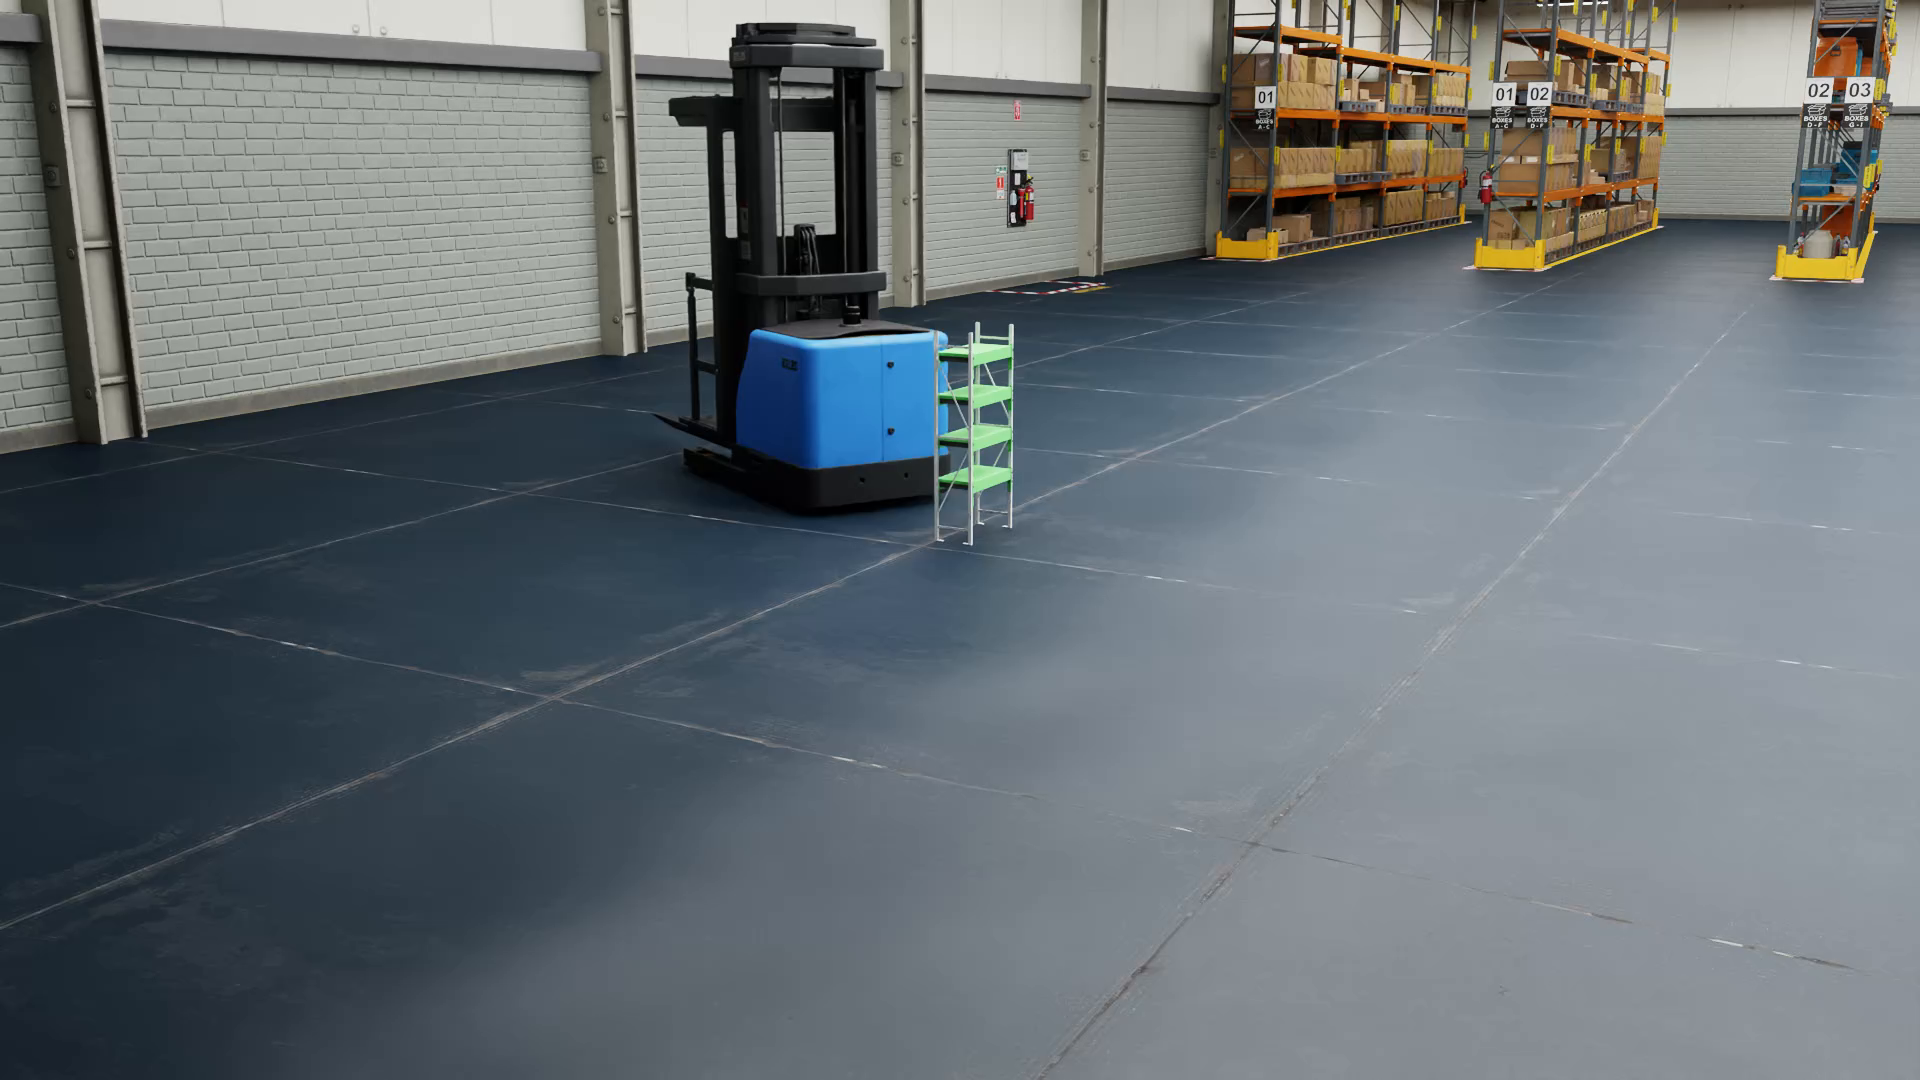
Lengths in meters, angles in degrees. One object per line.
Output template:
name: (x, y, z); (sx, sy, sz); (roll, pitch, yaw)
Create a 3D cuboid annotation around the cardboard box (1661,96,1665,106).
cardboard box: (17.565, -11.135, 42.172); (0.500, 0.250, 0.500); (7, 15, 28)

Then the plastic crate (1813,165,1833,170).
plastic crate: (16.090, -6.782, 31.127); (0.402, 0.464, 0.583); (7, 15, 28)

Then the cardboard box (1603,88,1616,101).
cardboard box: (13.904, -9.599, 36.337); (0.910, 0.500, 0.500); (7, 15, 28)

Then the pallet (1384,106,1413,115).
pallet: (10.187, -10.294, 39.835); (1.003, 0.211, 1.213); (8, 16, 31)

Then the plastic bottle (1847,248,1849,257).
plastic bottle: (15.601, -5.097, 29.308); (0.097, 0.201, 0.097); (0, 14, 0)

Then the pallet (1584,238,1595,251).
pallet: (12.700, -6.230, 34.924); (1.003, 0.211, 1.213); (7, 15, 28)

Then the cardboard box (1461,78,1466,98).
cardboard box: (13.137, -12.022, 44.212); (0.500, 0.500, 0.500); (7, 15, 28)

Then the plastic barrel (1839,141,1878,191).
plastic barrel: (16.575, -6.905, 30.706); (0.600, 0.901, 0.708); (7, 15, 28)

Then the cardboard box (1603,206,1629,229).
cardboard box: (15.180, -7.481, 38.561); (0.500, 0.500, 0.500); (8, 16, 29)

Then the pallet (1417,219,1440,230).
pallet: (11.754, -8.172, 42.979); (1.003, 0.211, 1.213); (7, 15, 28)

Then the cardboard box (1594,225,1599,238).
cardboard box: (13.190, -6.522, 35.157); (0.500, 0.250, 0.500); (8, 16, 29)

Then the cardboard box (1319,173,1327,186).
cardboard box: (7.239, -7.443, 34.284); (0.500, 0.250, 0.500); (7, 15, 28)

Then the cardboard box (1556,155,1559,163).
cardboard box: (10.854, -7.042, 30.747); (0.380, 0.149, 0.250); (7, 15, 27)

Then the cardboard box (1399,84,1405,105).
cardboard box: (10.286, -10.716, 40.030); (0.700, 0.500, 0.500); (7, 15, 28)

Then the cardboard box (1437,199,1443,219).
cardboard box: (12.265, -8.719, 43.736); (0.700, 0.500, 0.500); (8, 16, 29)

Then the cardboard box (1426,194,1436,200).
cardboard box: (12.095, -8.876, 43.004); (0.380, 0.149, 0.250); (8, 16, 30)

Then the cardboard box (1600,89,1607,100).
cardboard box: (13.315, -9.380, 35.063); (0.500, 0.250, 0.500); (8, 16, 30)

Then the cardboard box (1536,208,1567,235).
cardboard box: (11.266, -6.086, 31.750); (0.500, 0.500, 0.500); (7, 15, 28)

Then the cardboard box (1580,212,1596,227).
cardboard box: (12.949, -6.691, 34.660); (0.500, 0.311, 0.500); (8, 16, 30)

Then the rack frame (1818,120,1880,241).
rack frame: (19.991, -8.258, 37.386); (1.000, 3.000, 0.127); (7, 15, 28)

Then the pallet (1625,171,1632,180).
pallet: (15.175, -8.575, 39.111); (1.003, 0.211, 1.213); (7, 15, 28)

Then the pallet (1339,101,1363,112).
pallet: (7.843, -9.220, 35.380); (1.213, 0.211, 1.003); (7, 15, 28)

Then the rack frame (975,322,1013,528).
rack frame: (0.198, -0.667, 9.741); (0.240, 1.200, 0.015); (7, 15, 28)

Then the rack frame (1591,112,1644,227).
rack frame: (15.656, -8.820, 39.717); (1.000, 3.000, 0.127); (7, 15, 28)

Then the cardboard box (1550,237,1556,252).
cardboard box: (10.790, -5.516, 30.983); (0.500, 0.250, 0.500); (7, 15, 28)

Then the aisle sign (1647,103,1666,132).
aisle sign: (17.891, -10.884, 42.731); (0.394, 0.787, 0.004); (7, 15, 28)

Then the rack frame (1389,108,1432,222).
rack frame: (11.318, -9.380, 42.042); (1.000, 3.000, 0.127); (7, 15, 28)

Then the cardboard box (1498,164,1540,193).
cardboard box: (10.092, -6.501, 29.885); (0.700, 0.500, 0.500); (7, 15, 28)

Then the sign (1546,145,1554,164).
sign: (10.338, -6.753, 29.129); (0.100, 0.325, 0.005); (7, 15, 28)

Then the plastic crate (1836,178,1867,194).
plastic crate: (15.826, -6.286, 29.526); (0.499, 0.251, 0.616); (7, 15, 28)

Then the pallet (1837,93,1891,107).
pallet: (15.860, -7.824, 29.589); (1.213, 0.211, 1.003); (7, 15, 28)

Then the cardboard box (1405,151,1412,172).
cardboard box: (10.591, -9.149, 40.192); (0.500, 0.500, 0.500); (8, 16, 30)

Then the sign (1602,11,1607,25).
sign: (15.190, -12.294, 39.166); (0.100, 0.325, 0.005); (7, 15, 28)

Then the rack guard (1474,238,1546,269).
rack guard: (9.844, -5.138, 29.778); (1.175, 0.500, 0.348); (7, 15, 28)

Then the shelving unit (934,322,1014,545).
shelving unit: (0.080, -0.617, 9.534); (0.258, 1.200, 0.503); (7, 15, 28)

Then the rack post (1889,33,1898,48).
rack post: (19.124, -10.502, 34.959); (0.937, 0.300, 0.954); (9, 16, 34)

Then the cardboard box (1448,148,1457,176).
cardboard box: (12.672, -10.090, 44.348); (0.980, 0.700, 0.700); (7, 15, 28)

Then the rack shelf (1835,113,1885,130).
rack shelf: (20.958, -9.777, 38.821); (1.077, 0.370, 4.000); (7, 15, 28)

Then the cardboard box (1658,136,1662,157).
cardboard box: (17.616, -10.053, 42.484); (0.500, 0.500, 0.500); (7, 15, 28)

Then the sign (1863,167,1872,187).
sign: (14.669, -5.867, 26.880); (0.100, 0.325, 0.005); (7, 15, 28)

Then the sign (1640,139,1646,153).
sign: (16.144, -9.321, 39.324); (0.100, 0.325, 0.005); (7, 15, 28)

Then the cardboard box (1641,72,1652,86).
cardboard box: (16.224, -11.003, 40.028); (0.700, 0.500, 0.500); (7, 15, 28)

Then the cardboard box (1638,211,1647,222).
cardboard box: (17.057, -8.187, 42.019); (0.500, 0.250, 0.500); (7, 15, 28)

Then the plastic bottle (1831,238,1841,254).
plastic bottle: (15.830, -5.314, 30.047); (0.152, 0.276, 0.135); (7, 15, 28)

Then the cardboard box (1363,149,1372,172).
cardboard box: (8.920, -8.607, 37.682); (0.700, 0.500, 0.500); (6, 15, 23)

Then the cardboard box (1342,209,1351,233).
cardboard box: (8.280, -7.102, 36.988); (0.700, 0.500, 0.500); (8, 15, 29)

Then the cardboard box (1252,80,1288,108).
cardboard box: (5.898, -8.475, 31.632); (0.500, 0.500, 0.500); (8, 16, 30)

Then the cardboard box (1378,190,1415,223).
cardboard box: (10.691, -8.209, 40.873); (0.750, 0.750, 0.750); (8, 16, 30)

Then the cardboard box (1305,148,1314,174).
cardboard box: (6.753, -7.596, 33.320); (0.500, 0.500, 0.500); (8, 16, 30)

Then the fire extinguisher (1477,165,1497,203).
fire extinguisher: (9.392, -6.349, 29.632); (0.296, 0.674, 0.183); (7, 15, 28)

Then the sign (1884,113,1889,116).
sign: (22.414, -10.427, 40.206); (0.100, 0.325, 0.005); (7, 15, 28)

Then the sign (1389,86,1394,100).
sign: (9.859, -10.207, 37.969); (0.100, 0.325, 0.005); (7, 15, 28)

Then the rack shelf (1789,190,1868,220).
rack shelf: (15.157, -5.856, 28.961); (1.077, 0.370, 4.000); (7, 15, 28)

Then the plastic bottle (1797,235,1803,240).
plastic bottle: (14.983, -5.260, 29.665); (0.144, 0.351, 0.185); (8, 16, 30)

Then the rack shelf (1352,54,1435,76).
rack shelf: (10.351, -11.342, 39.768); (1.077, 0.370, 4.000); (7, 15, 28)

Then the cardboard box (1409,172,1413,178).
cardboard box: (10.884, -8.960, 40.794); (0.380, 0.149, 0.250); (7, 15, 28)

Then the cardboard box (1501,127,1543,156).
cardboard box: (10.118, -7.142, 29.778); (0.700, 0.500, 0.500); (7, 15, 28)

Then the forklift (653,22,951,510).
forklift: (-1.250, -1.904, 11.179); (1.130, 2.935, 3.031); (-8, 16, -30)
